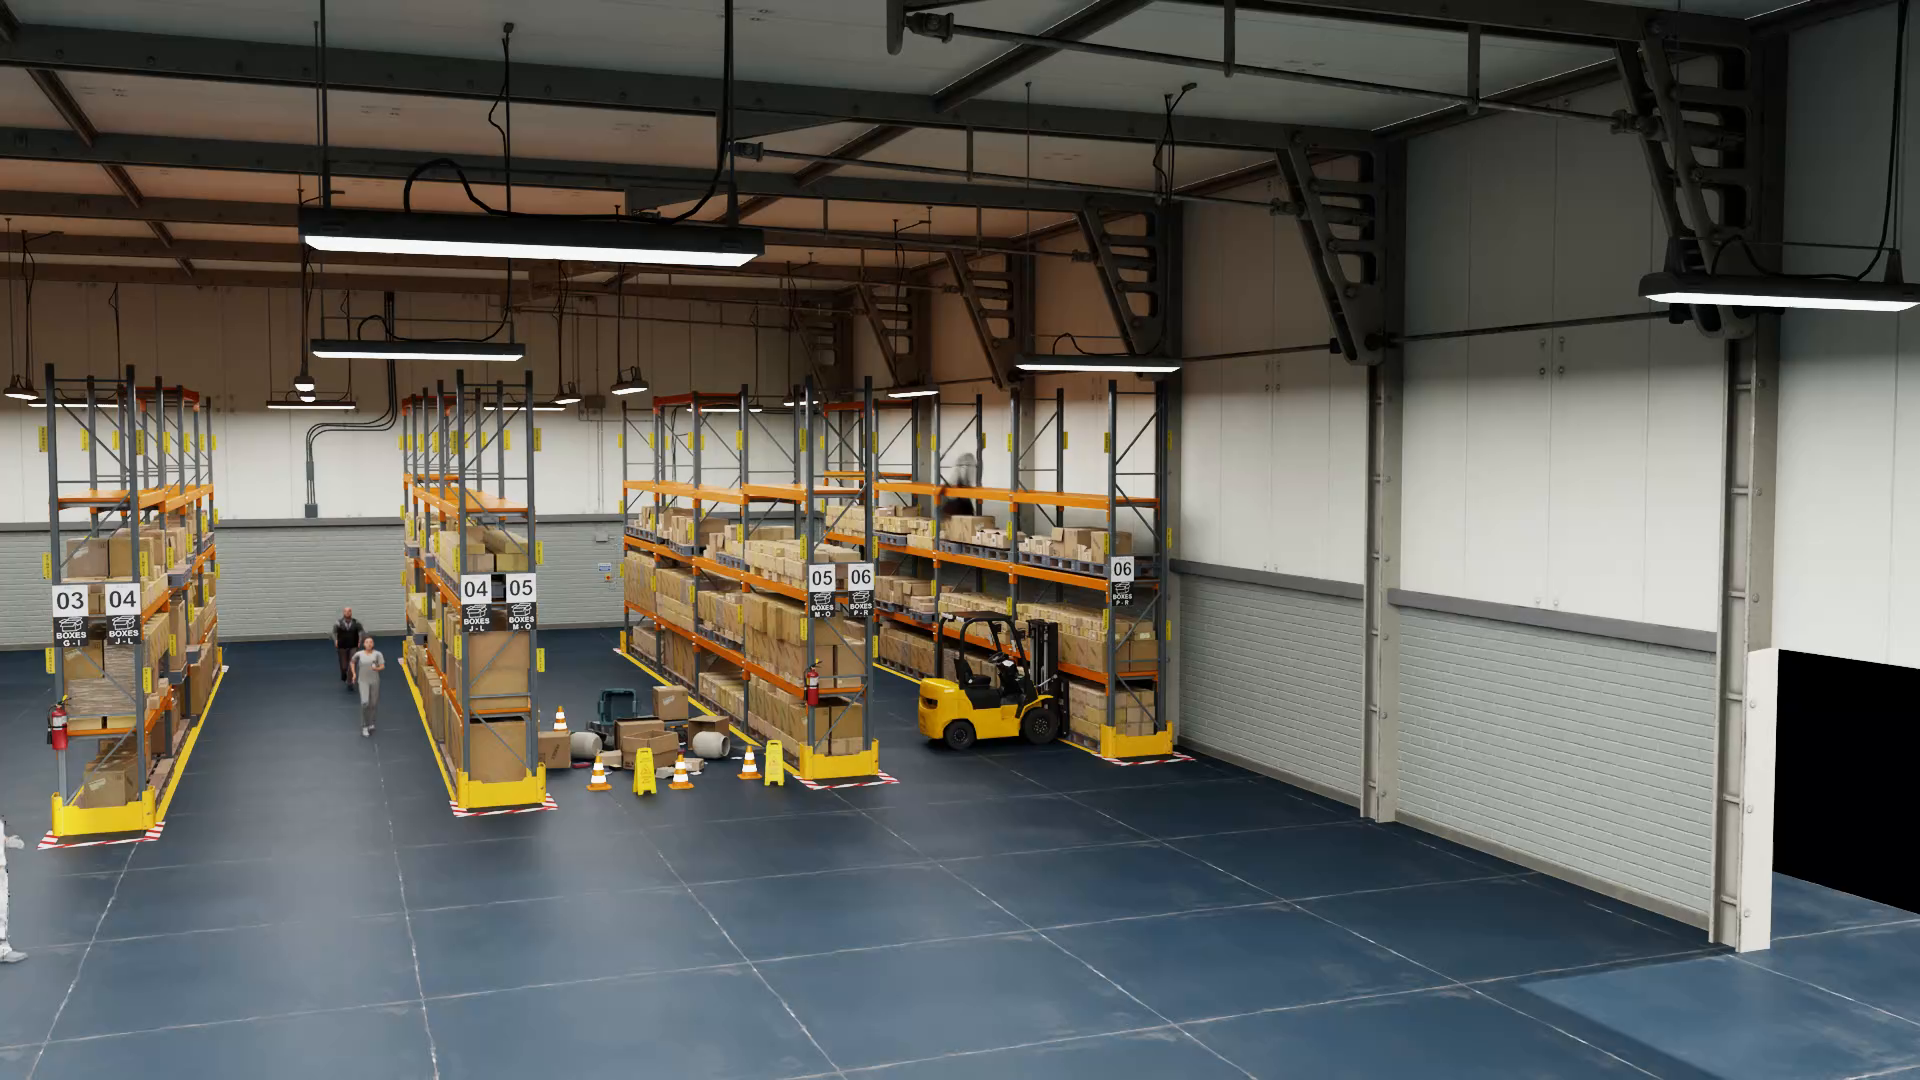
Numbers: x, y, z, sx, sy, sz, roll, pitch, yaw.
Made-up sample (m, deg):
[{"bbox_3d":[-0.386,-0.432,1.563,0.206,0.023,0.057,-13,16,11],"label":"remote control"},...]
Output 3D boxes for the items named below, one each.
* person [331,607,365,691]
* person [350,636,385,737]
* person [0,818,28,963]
[{"bbox_3d":[-12.420,2.196,33.766,0.667,1.693,0.716,-1,4,-23],"label":"person"},{"bbox_3d":[-10.166,2.497,28.580,0.531,1.720,0.738,-2,4,-27],"label":"person"},{"bbox_3d":[-9.426,3.186,16.020,0.868,1.760,0.669,0,3,5],"label":"person"}]
